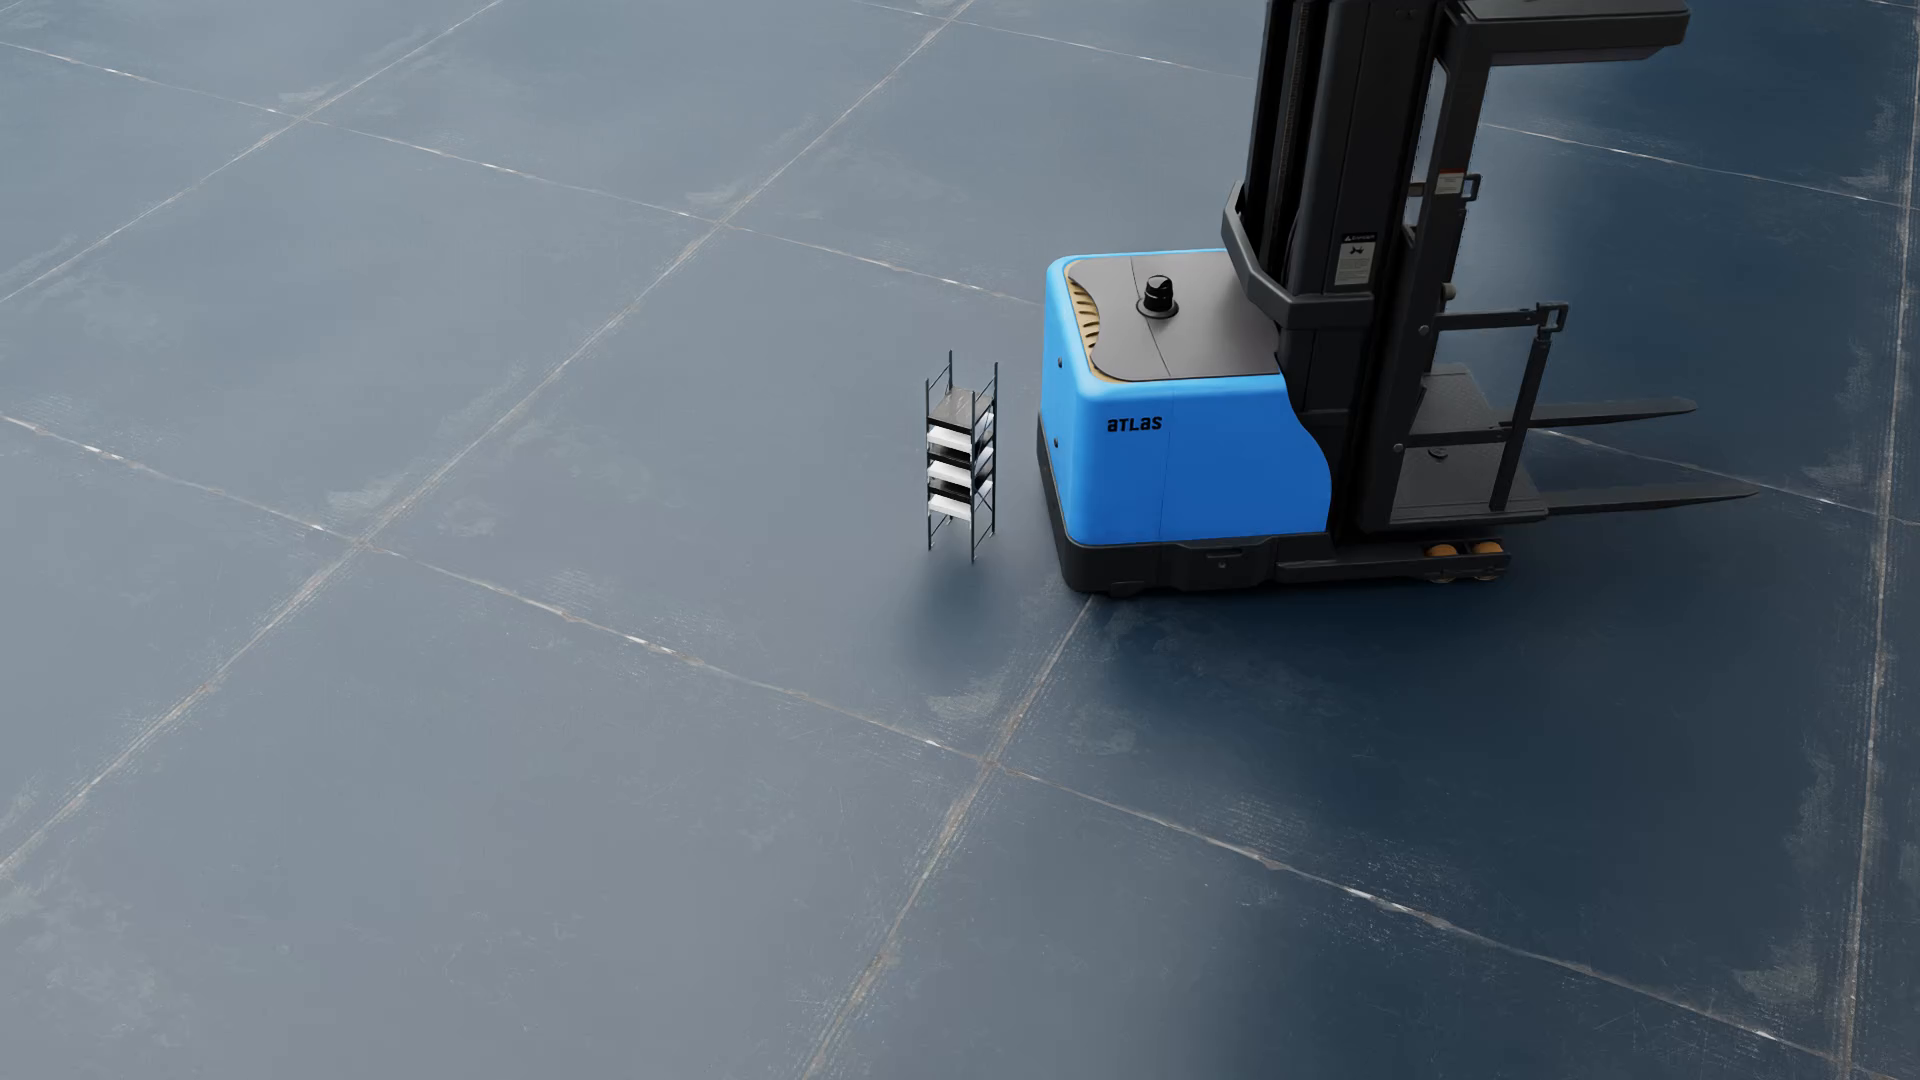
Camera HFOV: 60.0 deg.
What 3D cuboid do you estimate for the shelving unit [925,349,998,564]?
[{"bbox_3d":[0.007,-0.338,6.953,0.210,0.900,0.258,17,44,19],"label":"shelving unit"}]

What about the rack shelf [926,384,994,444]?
[{"bbox_3d":[0.007,-0.517,6.798,0.200,0.077,0.258,17,44,19],"label":"rack shelf"}]

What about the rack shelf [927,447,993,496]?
[{"bbox_3d":[0.007,-0.313,6.974,0.200,0.077,0.258,17,44,19],"label":"rack shelf"}]

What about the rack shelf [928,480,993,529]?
[{"bbox_3d":[0.007,-0.177,7.092,0.200,0.077,0.258,17,44,19],"label":"rack shelf"}]

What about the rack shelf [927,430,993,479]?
[{"bbox_3d":[0.007,-0.381,6.916,0.200,0.077,0.258,17,44,19],"label":"rack shelf"}]

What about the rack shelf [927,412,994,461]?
[{"bbox_3d":[0.007,-0.449,6.857,0.200,0.077,0.258,17,44,19],"label":"rack shelf"}]

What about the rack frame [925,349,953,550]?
[{"bbox_3d":[-0.085,-0.366,6.985,0.006,0.900,0.240,17,44,19],"label":"rack frame"}]

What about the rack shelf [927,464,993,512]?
[{"bbox_3d":[0.007,-0.245,7.033,0.200,0.077,0.258,17,44,19],"label":"rack shelf"}]

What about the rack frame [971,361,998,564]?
[{"bbox_3d":[0.099,-0.310,6.920,0.006,0.900,0.240,17,44,19],"label":"rack frame"}]

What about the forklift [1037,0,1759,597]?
[{"bbox_3d":[1.898,-1.268,6.475,3.031,2.935,1.130,-4,41,-4],"label":"forklift"}]
